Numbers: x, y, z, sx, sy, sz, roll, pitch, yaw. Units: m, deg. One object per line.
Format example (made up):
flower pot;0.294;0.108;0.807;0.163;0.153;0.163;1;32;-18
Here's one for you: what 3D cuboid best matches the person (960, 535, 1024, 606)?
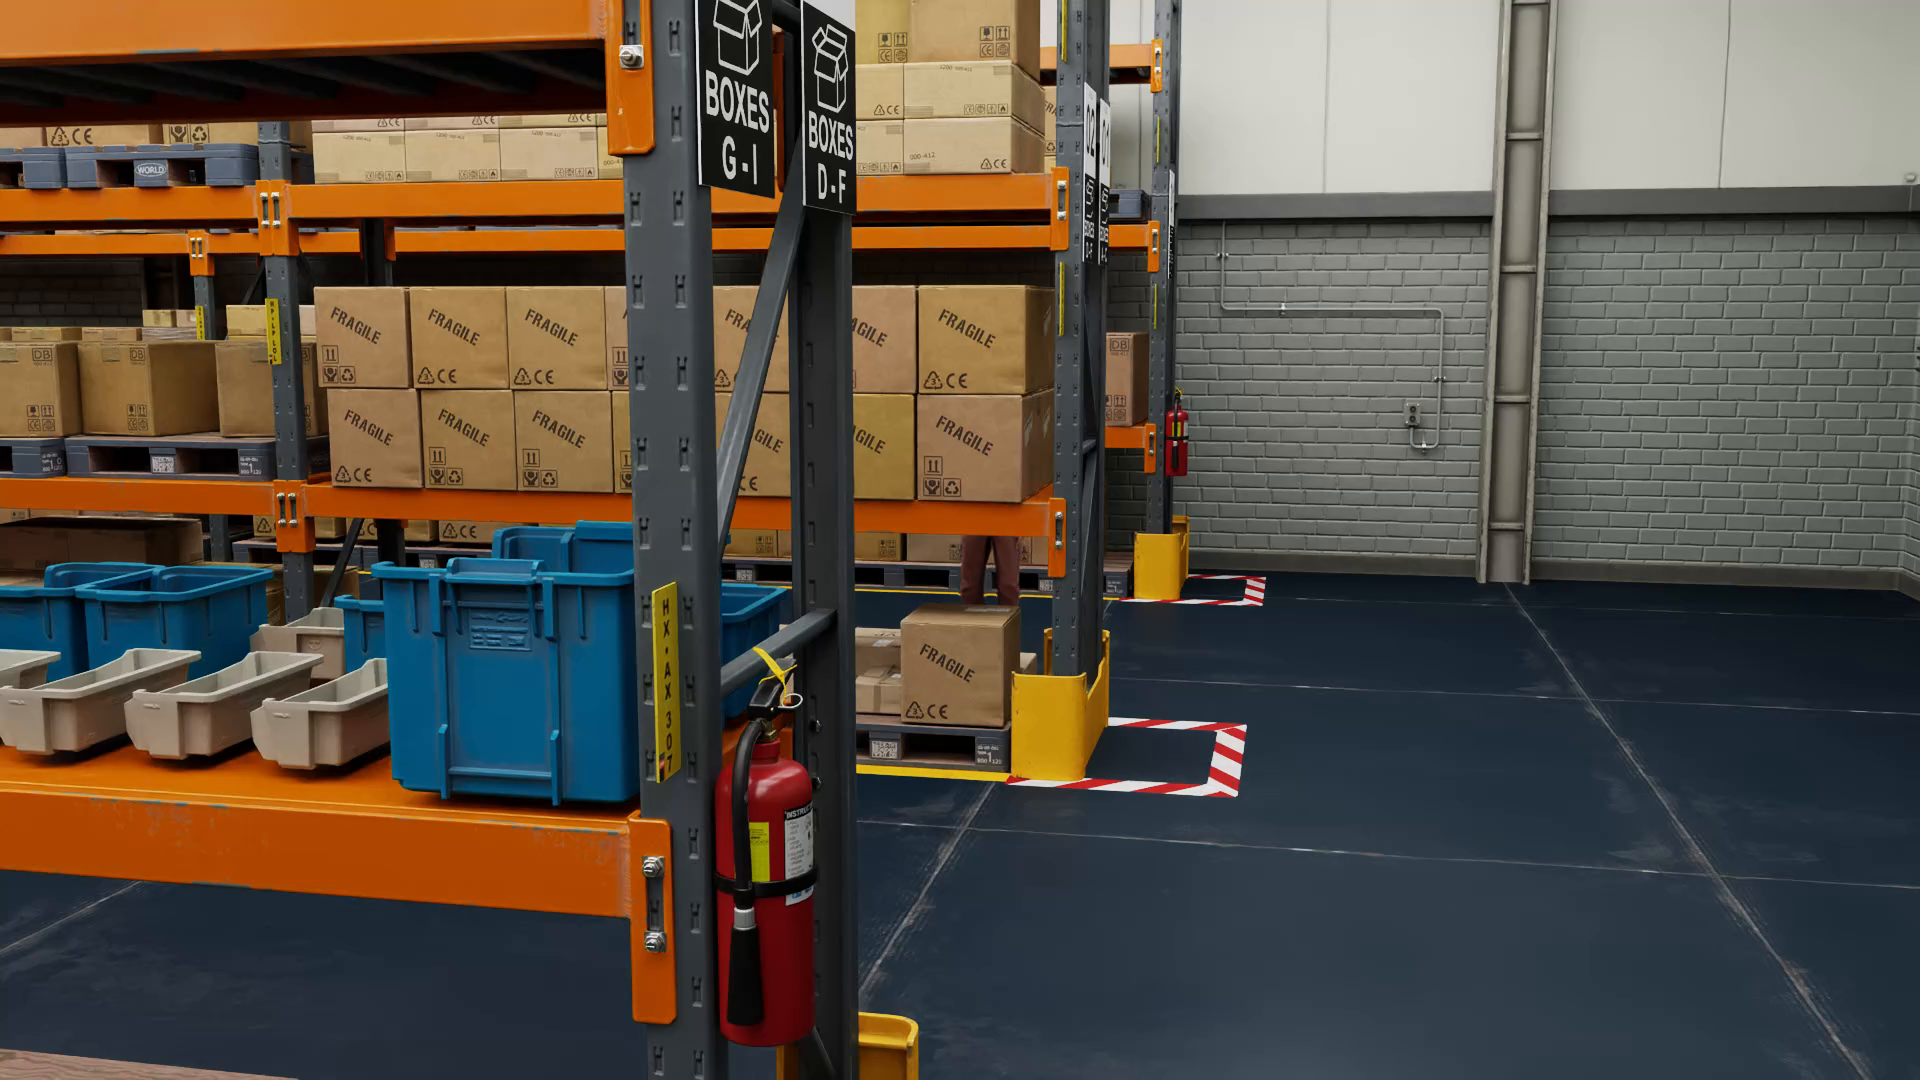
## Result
person;0.215;-0.066;10.352;0.452;1.665;0.359;2;8;12
